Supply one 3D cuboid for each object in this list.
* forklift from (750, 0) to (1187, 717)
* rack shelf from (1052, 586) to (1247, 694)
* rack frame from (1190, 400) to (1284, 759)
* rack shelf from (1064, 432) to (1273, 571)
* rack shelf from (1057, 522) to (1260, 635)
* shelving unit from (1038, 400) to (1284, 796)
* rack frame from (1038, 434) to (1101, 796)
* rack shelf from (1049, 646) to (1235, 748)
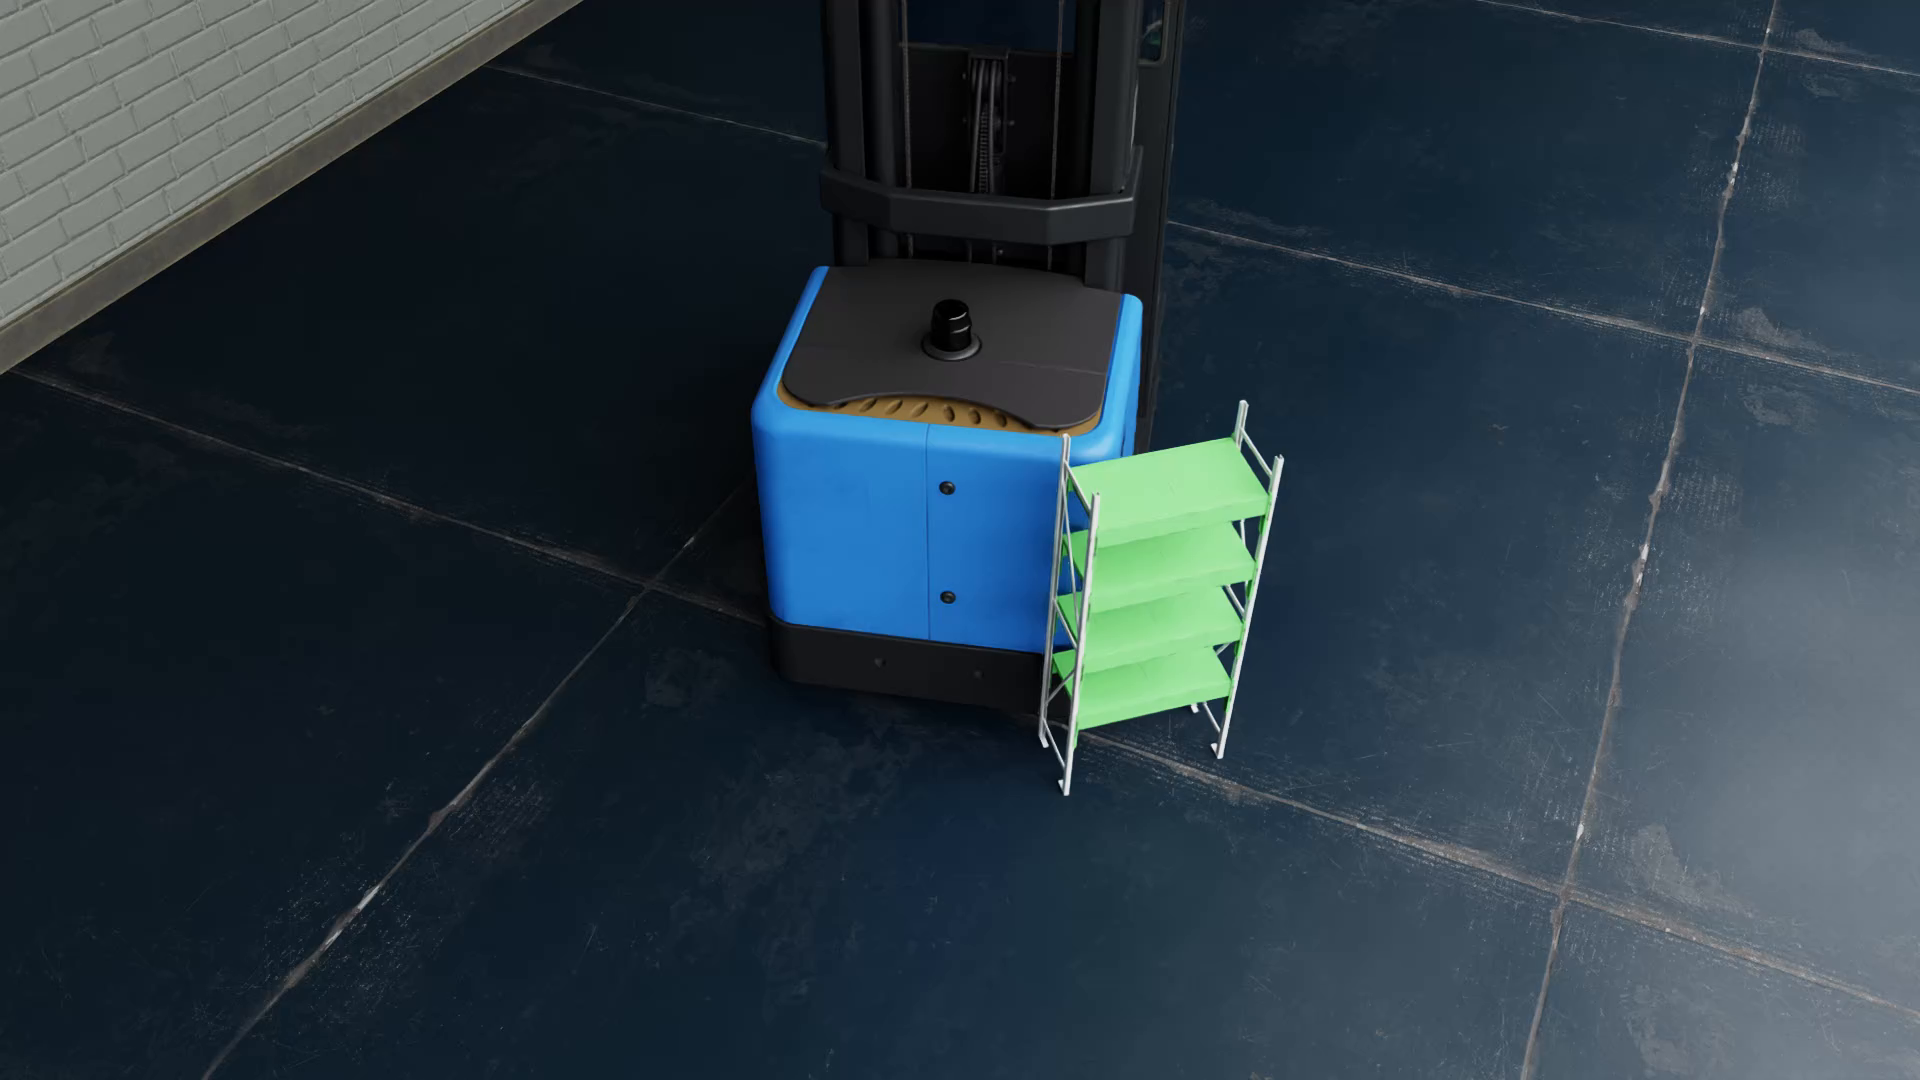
[{"bbox_3d":[0.166,-1.544,5.293,1.130,2.935,3.031,6,41,7],"label":"forklift"},{"bbox_3d":[0.521,0.240,4.642,0.480,0.148,0.258,-11,46,-13],"label":"rack shelf"},{"bbox_3d":[0.756,0.147,4.651,0.015,1.200,0.240,-11,46,-13],"label":"rack frame"},{"bbox_3d":[0.530,-0.103,4.306,0.480,0.148,0.258,-11,46,-13],"label":"rack shelf"},{"bbox_3d":[0.526,0.069,4.474,0.480,0.148,0.258,-11,46,-13],"label":"rack shelf"},{"bbox_3d":[0.523,0.194,4.598,0.503,1.200,0.258,-11,46,-13],"label":"shelving unit"},{"bbox_3d":[0.289,0.241,4.544,0.015,1.200,0.240,-11,46,-13],"label":"rack frame"},{"bbox_3d":[0.517,0.411,4.810,0.480,0.148,0.258,-11,46,-13],"label":"rack shelf"}]
